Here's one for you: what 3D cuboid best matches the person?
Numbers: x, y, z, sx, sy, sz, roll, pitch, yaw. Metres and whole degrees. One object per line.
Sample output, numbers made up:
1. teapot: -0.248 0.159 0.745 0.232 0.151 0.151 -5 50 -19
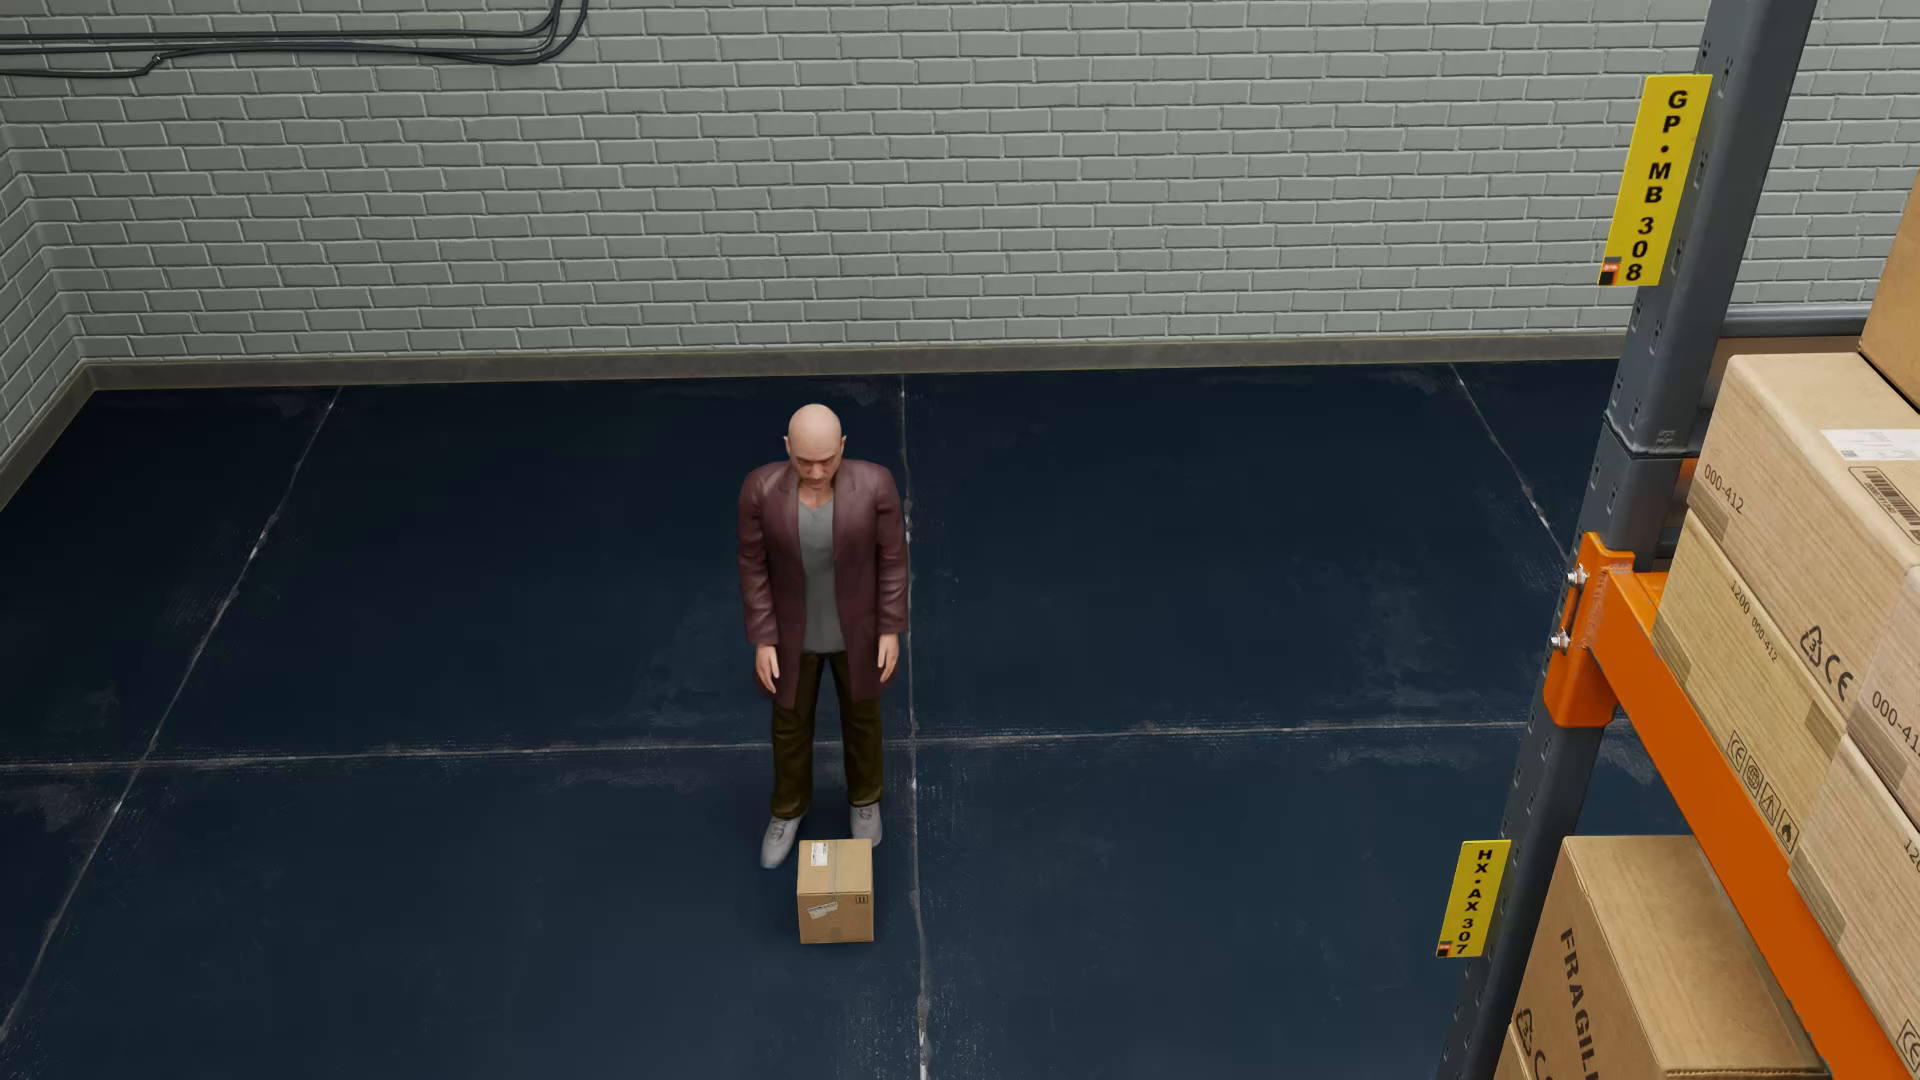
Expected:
1. person: -0.457 0.336 5.683 0.572 1.806 0.430 -1 35 -2
